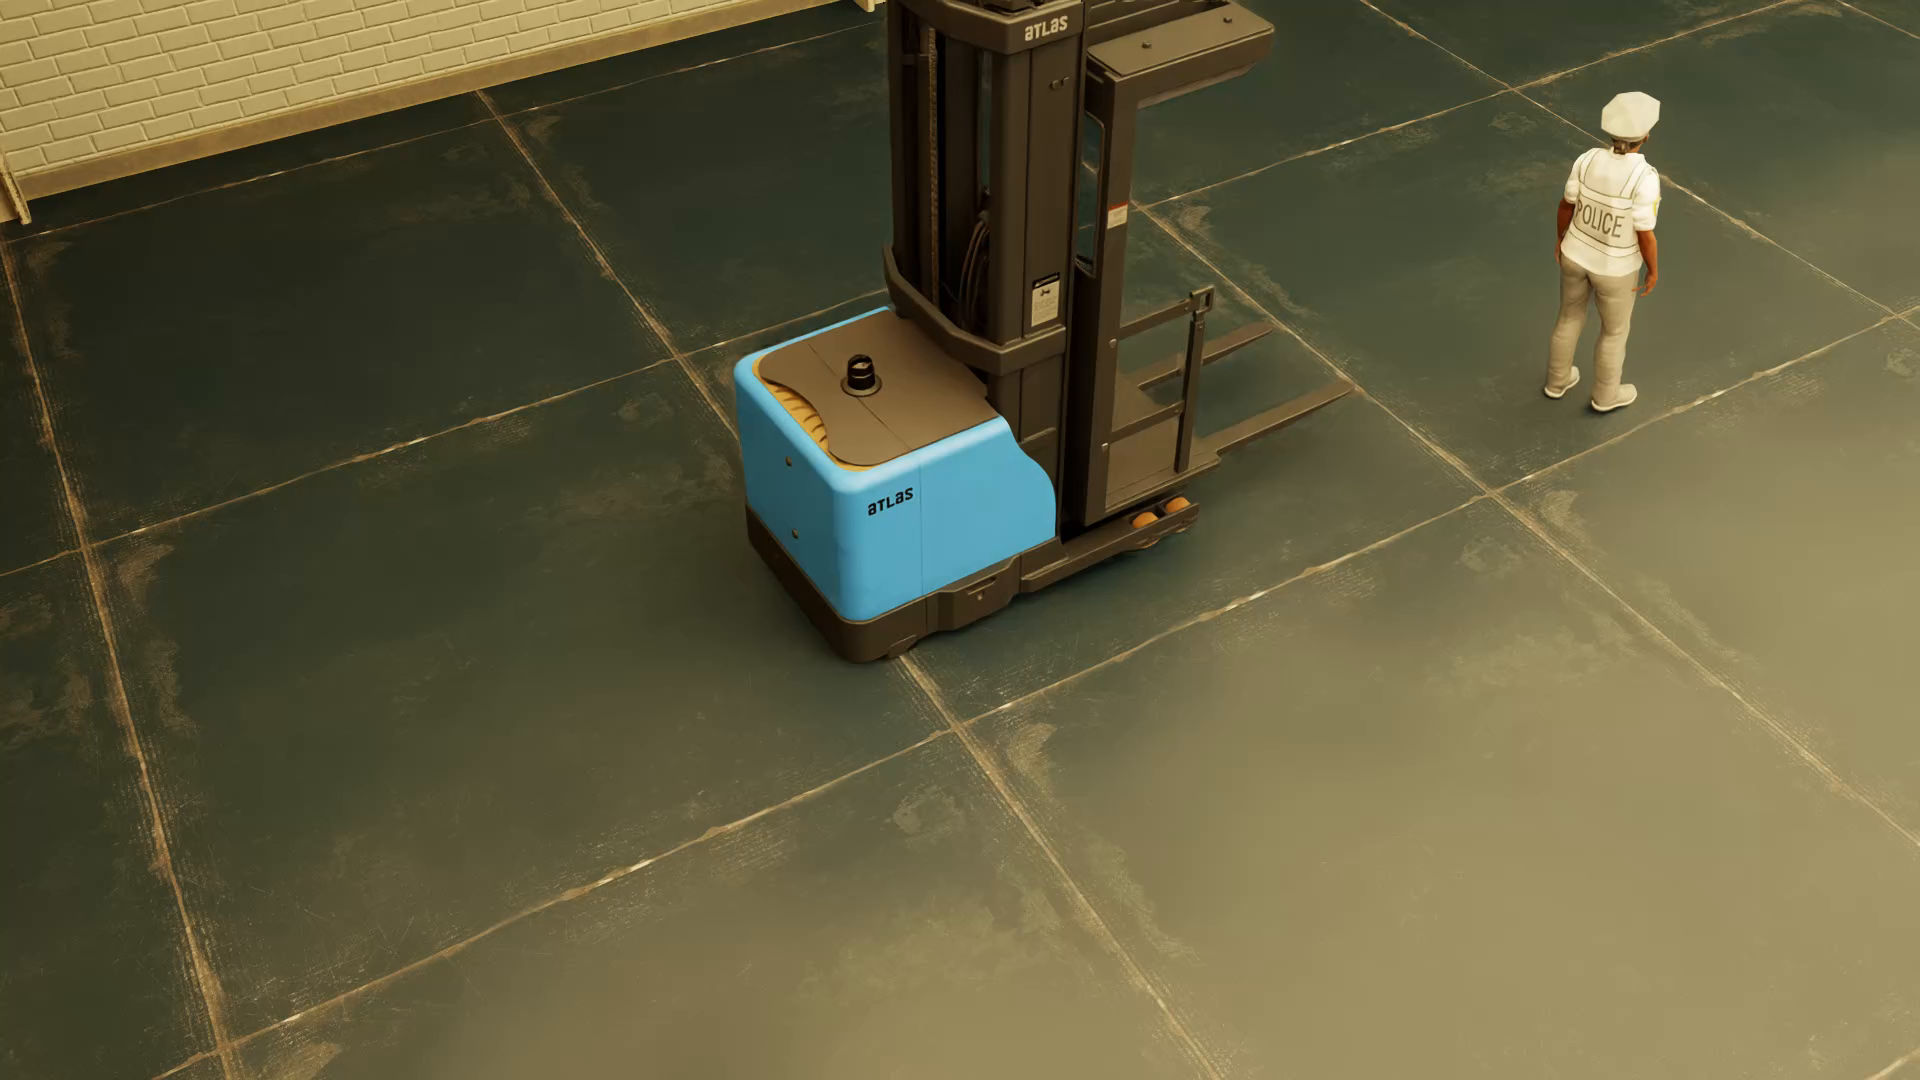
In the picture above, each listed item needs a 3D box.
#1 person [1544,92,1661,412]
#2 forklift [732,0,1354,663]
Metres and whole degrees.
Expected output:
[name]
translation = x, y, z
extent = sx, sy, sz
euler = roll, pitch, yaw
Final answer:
[person]
translation = 3.169, -1.392, 8.104
extent = 0.512, 1.702, 0.554
euler = -31, 51, -29
[forklift]
translation = 0.529, -1.319, 7.120
extent = 3.031, 2.935, 1.130
euler = -24, 48, -23
